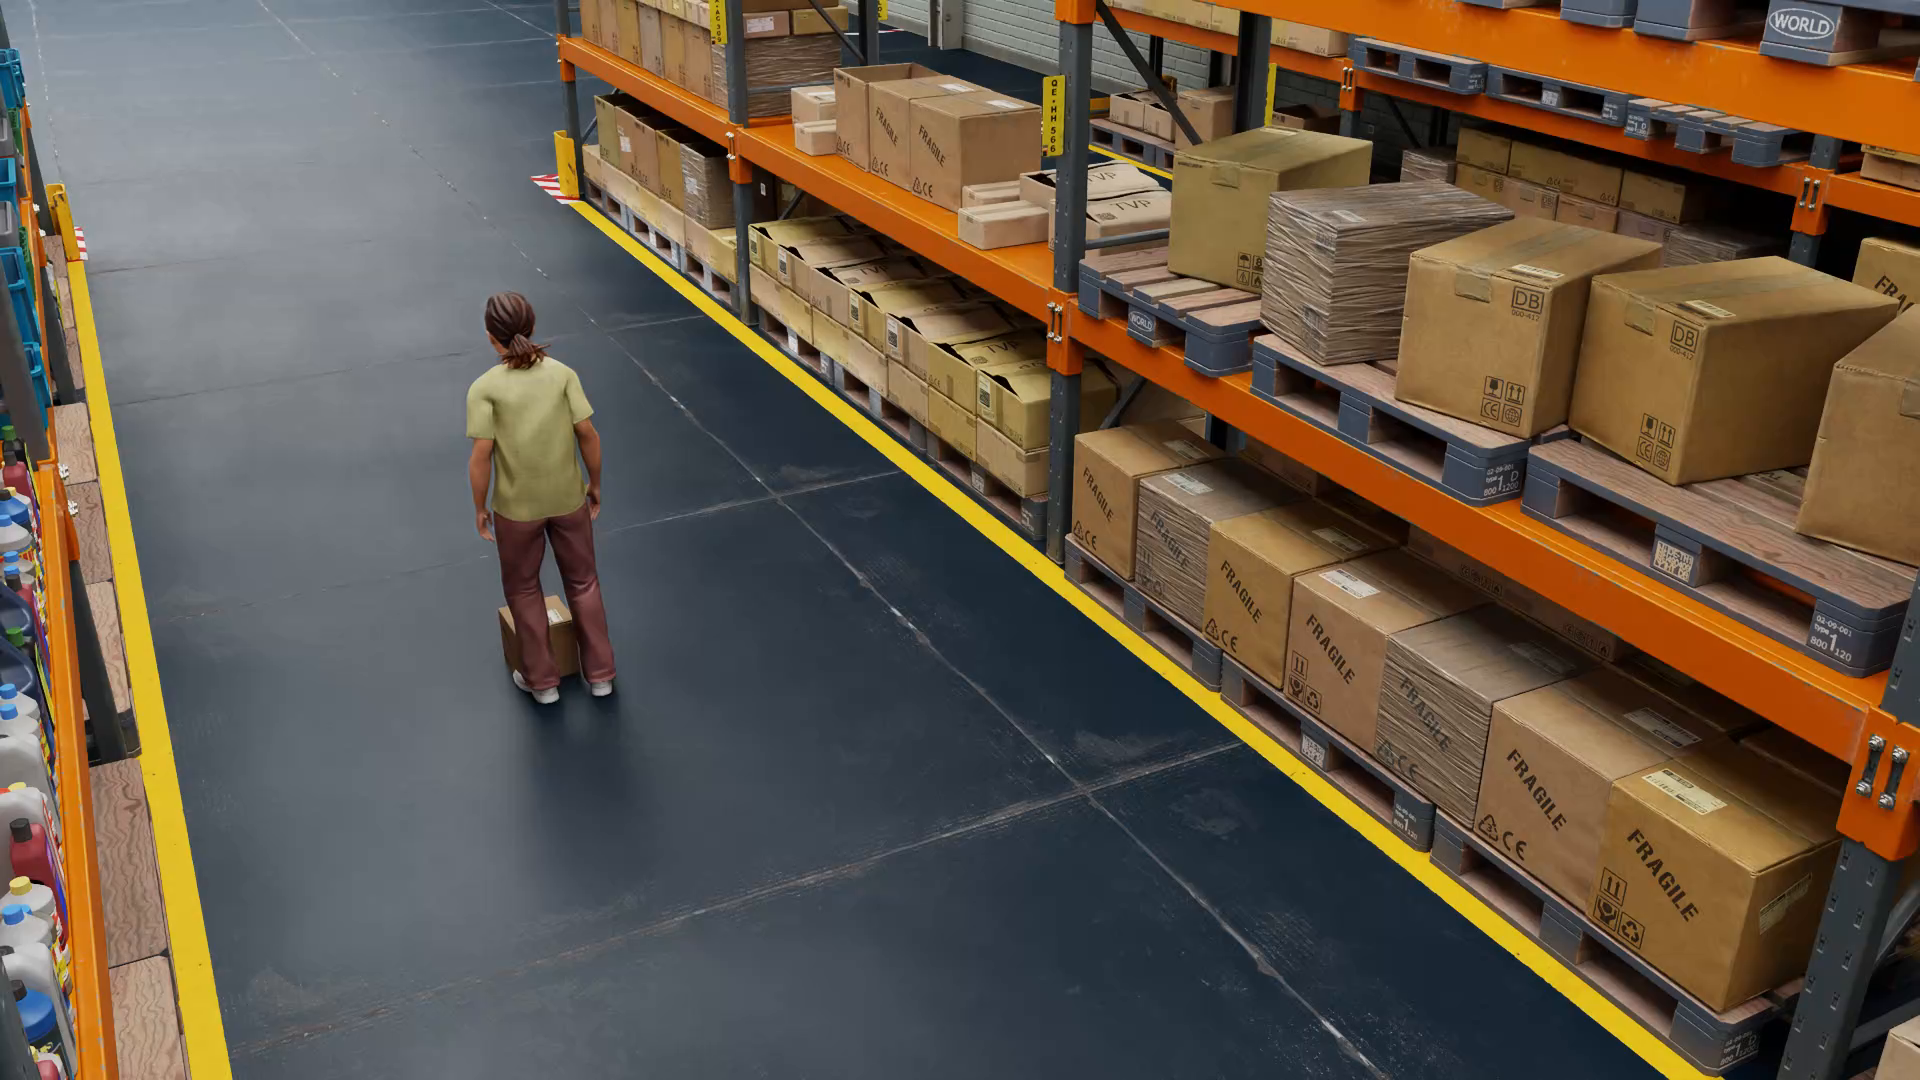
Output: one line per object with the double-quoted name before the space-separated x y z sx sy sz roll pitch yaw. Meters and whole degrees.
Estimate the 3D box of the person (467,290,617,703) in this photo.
"person" -1.630 -0.143 6.410 0.499 1.673 0.404 -13 29 -25
